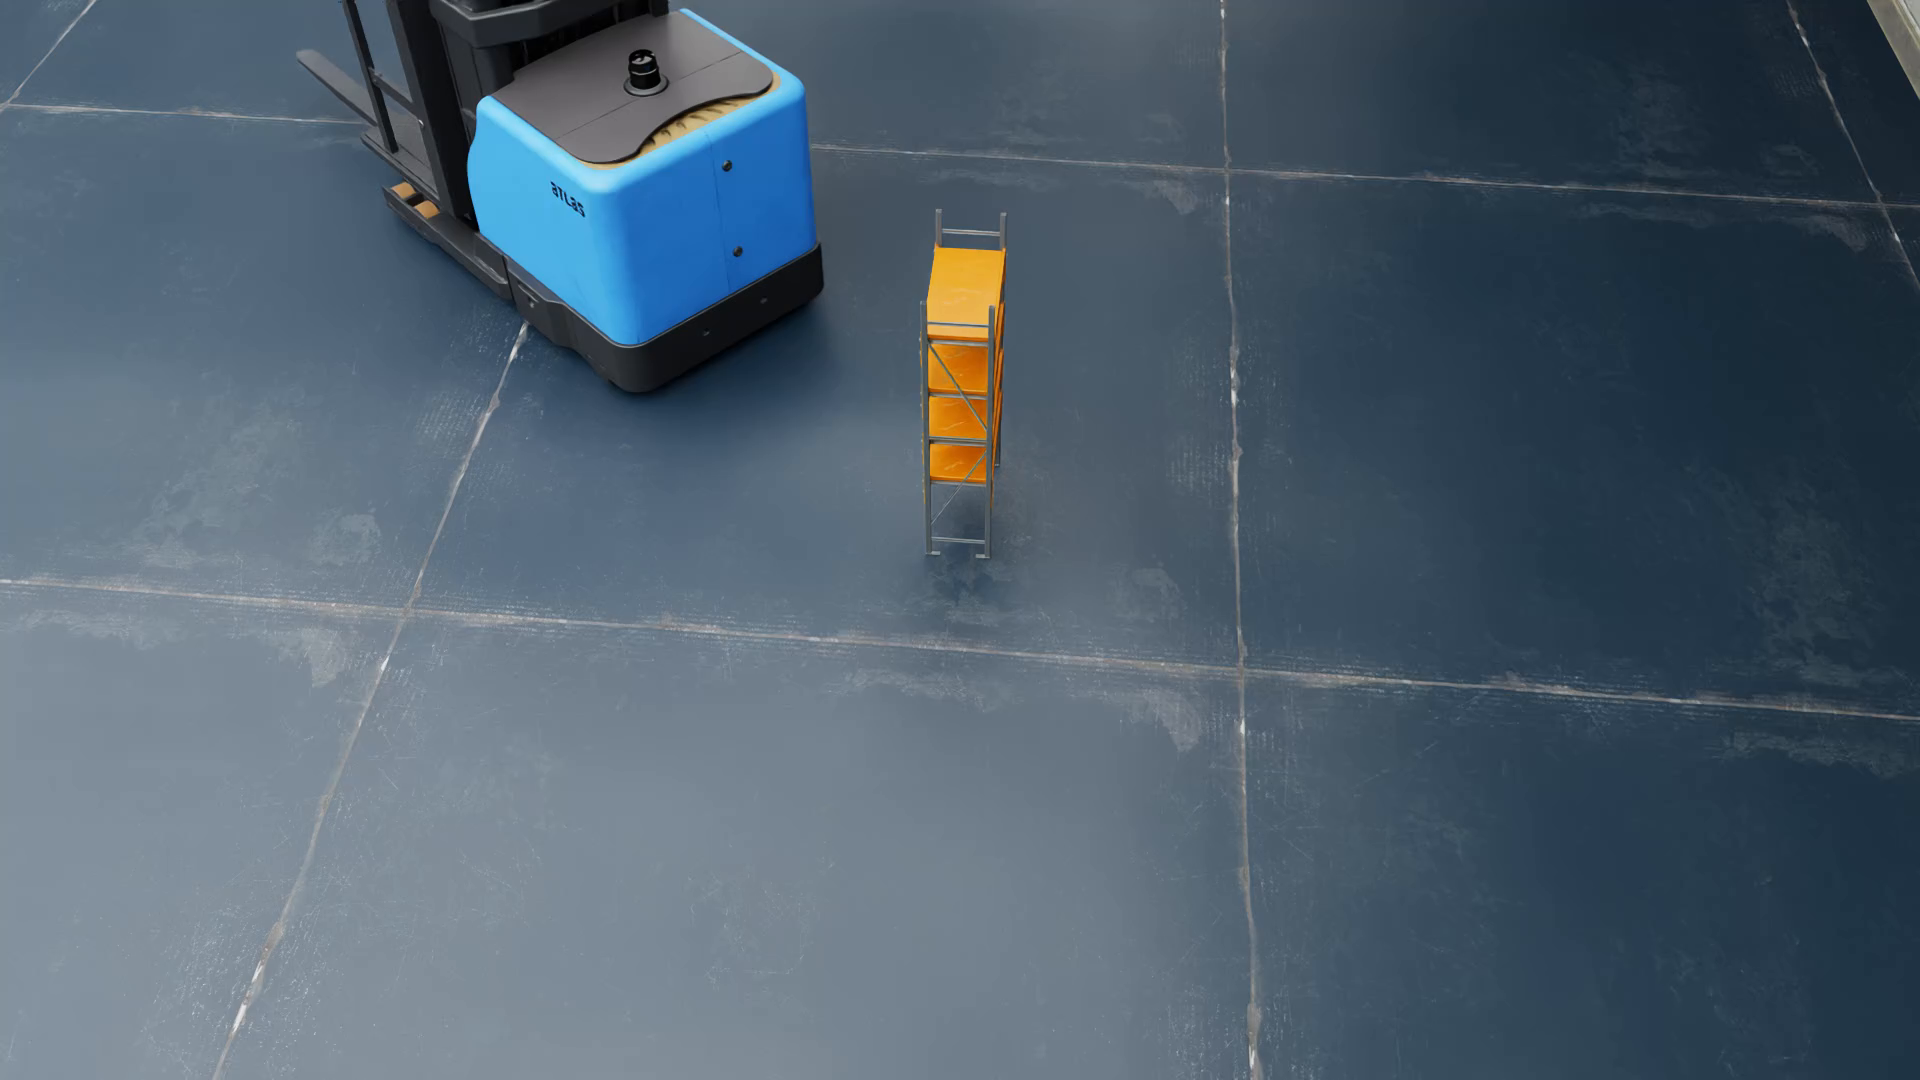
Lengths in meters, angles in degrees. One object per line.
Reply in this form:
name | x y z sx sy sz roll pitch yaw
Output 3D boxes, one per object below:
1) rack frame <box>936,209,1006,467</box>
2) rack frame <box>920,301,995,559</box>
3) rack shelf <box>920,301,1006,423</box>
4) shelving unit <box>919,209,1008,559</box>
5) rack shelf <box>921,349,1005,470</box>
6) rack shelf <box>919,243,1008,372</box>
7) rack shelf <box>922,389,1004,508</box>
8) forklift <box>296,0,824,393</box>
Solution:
rack frame | 0.037 -0.706 6.083 0.240 1.200 0.015 4 48 4
rack frame | -0.007 -0.347 5.755 0.240 1.200 0.015 4 48 4
rack shelf | 0.015 -0.632 5.803 0.258 0.148 0.480 4 48 4
shelving unit | 0.015 -0.527 5.919 0.258 1.200 0.503 4 48 4
rack shelf | 0.015 -0.481 5.968 0.258 0.148 0.480 4 48 4
rack shelf | 0.015 -0.792 5.629 0.258 0.148 0.480 4 48 4
rack shelf | 0.015 -0.347 6.115 0.258 0.148 0.480 4 48 4
forklift | -1.964 -2.578 6.621 1.130 2.935 3.031 -35 56 -28
